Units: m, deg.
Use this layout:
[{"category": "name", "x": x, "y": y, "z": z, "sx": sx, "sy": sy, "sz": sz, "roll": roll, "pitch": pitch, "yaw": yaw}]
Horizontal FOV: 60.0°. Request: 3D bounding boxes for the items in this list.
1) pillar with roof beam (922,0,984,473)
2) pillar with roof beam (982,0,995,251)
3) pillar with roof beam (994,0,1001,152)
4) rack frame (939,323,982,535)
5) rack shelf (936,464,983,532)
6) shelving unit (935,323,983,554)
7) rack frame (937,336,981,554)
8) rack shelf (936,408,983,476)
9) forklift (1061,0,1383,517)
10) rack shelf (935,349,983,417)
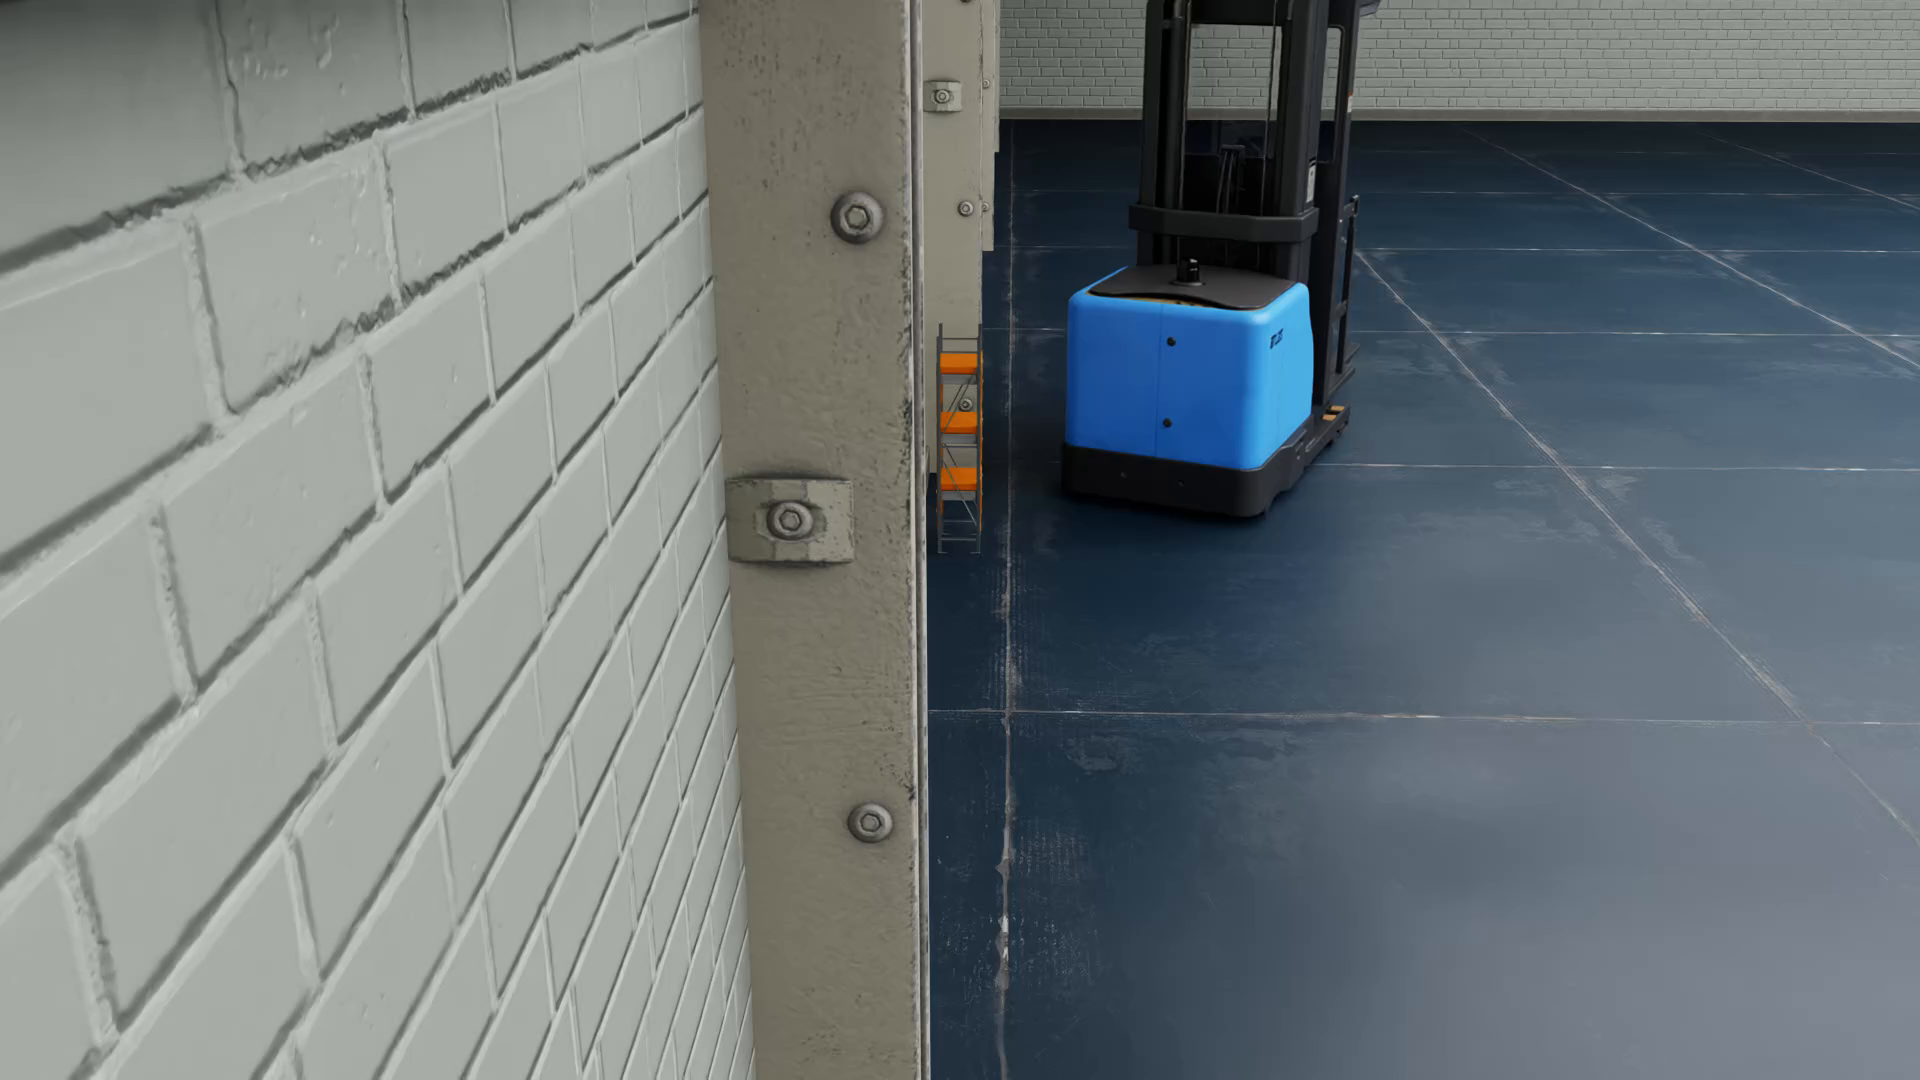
[{"category": "pillar with roof beam", "x": 4.262, "y": -4.583, "z": 7.399, "sx": 9.100, "sy": 9.000, "sz": 0.400, "roll": 1, "pitch": 21, "yaw": 2}, {"category": "pillar with roof beam", "x": 4.444, "y": -6.752, "z": 12.991, "sx": 9.100, "sy": 9.000, "sz": 0.400, "roll": 1, "pitch": 21, "yaw": 2}, {"category": "pillar with roof beam", "x": 4.627, "y": -8.921, "z": 18.582, "sx": 9.100, "sy": 9.000, "sz": 0.400, "roll": 1, "pitch": 21, "yaw": 2}, {"category": "rack frame", "x": 0.002, "y": -0.514, "z": 7.903, "sx": 0.200, "sy": 1.050, "sz": 0.008, "roll": 1, "pitch": 21, "yaw": 2}, {"category": "rack shelf", "x": -0.002, "y": -0.201, "z": 7.894, "sx": 0.215, "sy": 0.259, "sz": 0.240, "roll": 1, "pitch": 21, "yaw": 2}, {"category": "shelving unit", "x": -0.002, "y": -0.470, "z": 7.789, "sx": 0.215, "sy": 1.050, "sz": 0.252, "roll": 1, "pitch": 21, "yaw": 2}, {"category": "rack frame", "x": -0.005, "y": -0.426, "z": 7.675, "sx": 0.200, "sy": 1.050, "sz": 0.008, "roll": 1, "pitch": 21, "yaw": 2}, {"category": "rack shelf", "x": -0.002, "y": -0.460, "z": 7.793, "sx": 0.215, "sy": 0.259, "sz": 0.240, "roll": 1, "pitch": 21, "yaw": 2}, {"category": "forklift", "x": 1.608, "y": -1.975, "z": 9.067, "sx": 1.130, "sy": 2.935, "sz": 3.031, "roll": 10, "pitch": 23, "yaw": 24}, {"category": "rack shelf", "x": -0.002, "y": -0.725, "z": 7.690, "sx": 0.215, "sy": 0.259, "sz": 0.240, "roll": 1, "pitch": 21, "yaw": 2}]
